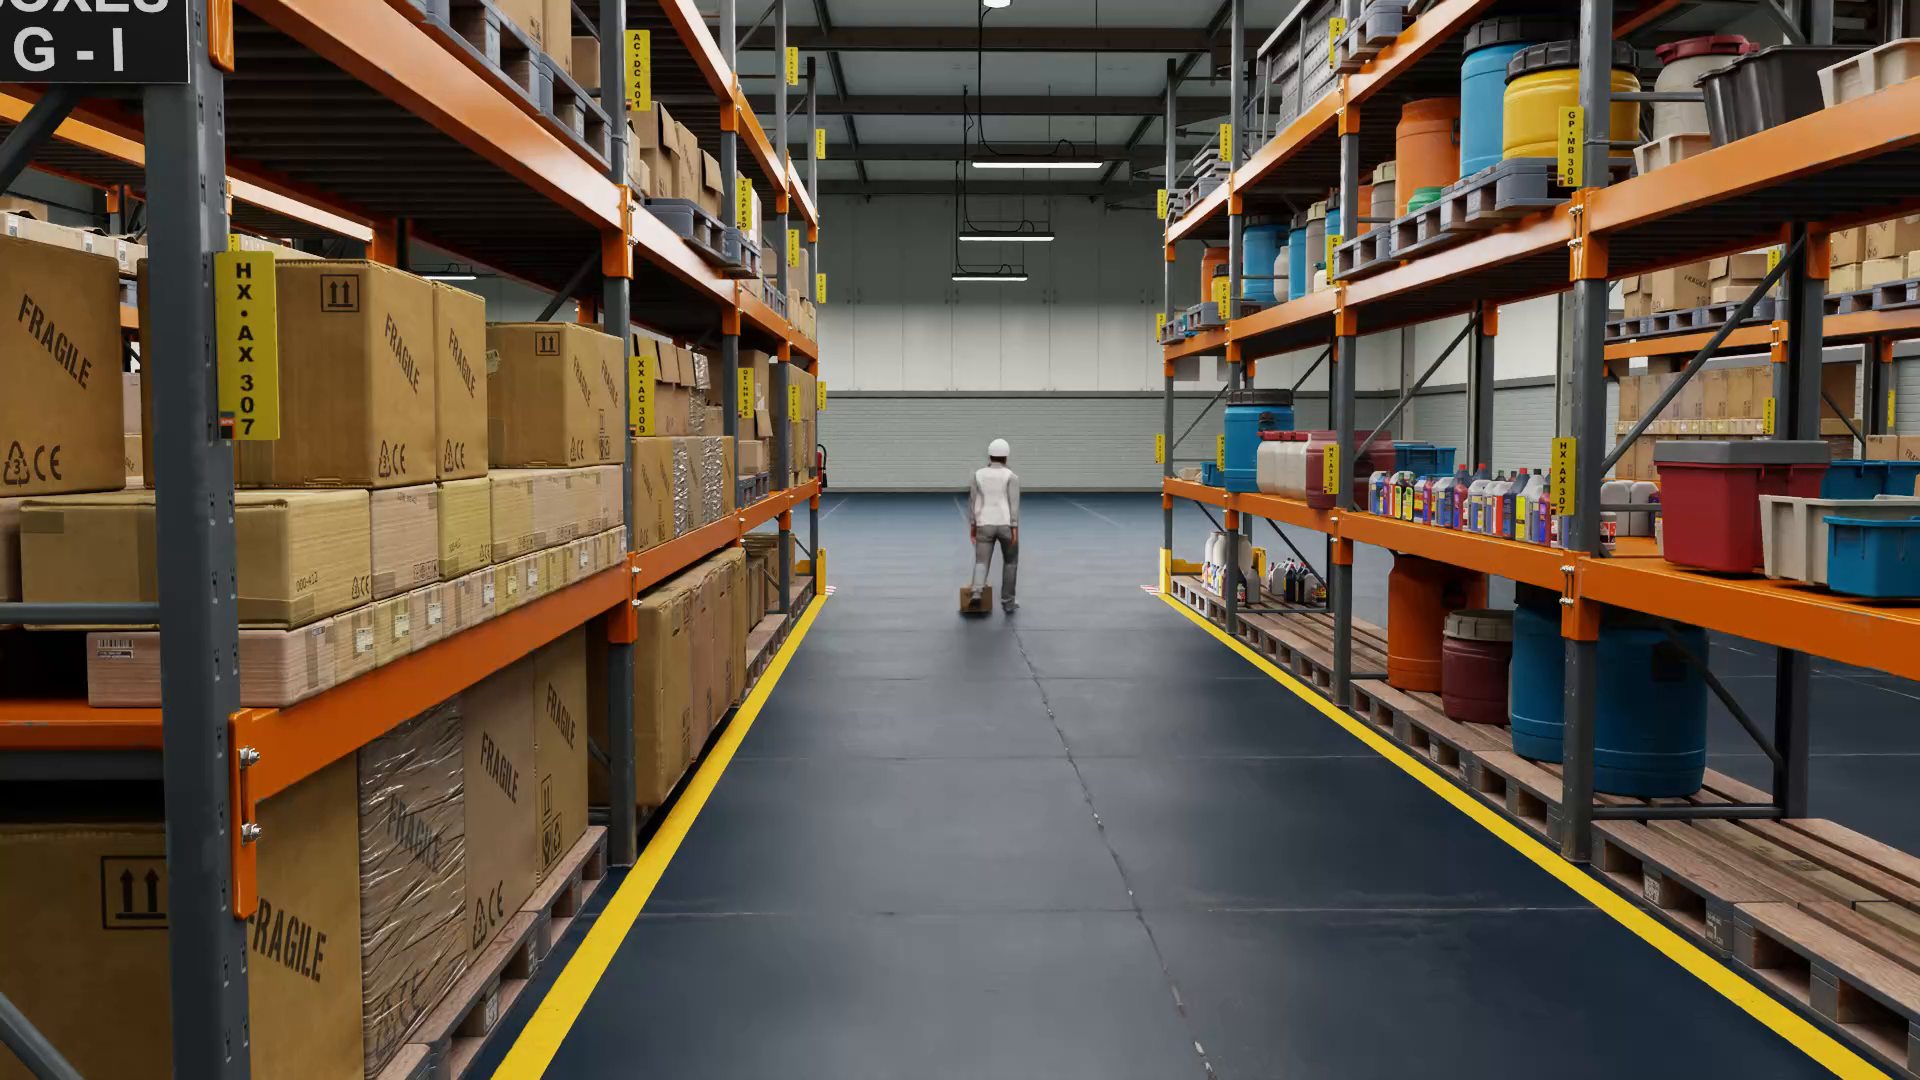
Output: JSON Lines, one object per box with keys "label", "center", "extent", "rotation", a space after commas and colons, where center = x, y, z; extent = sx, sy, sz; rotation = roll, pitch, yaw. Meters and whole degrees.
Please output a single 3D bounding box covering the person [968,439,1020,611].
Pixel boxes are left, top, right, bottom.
{"label": "person", "center": [0.336, -0.139, 16.667], "extent": [0.543, 1.741, 0.856], "rotation": [1, 4, 15]}
